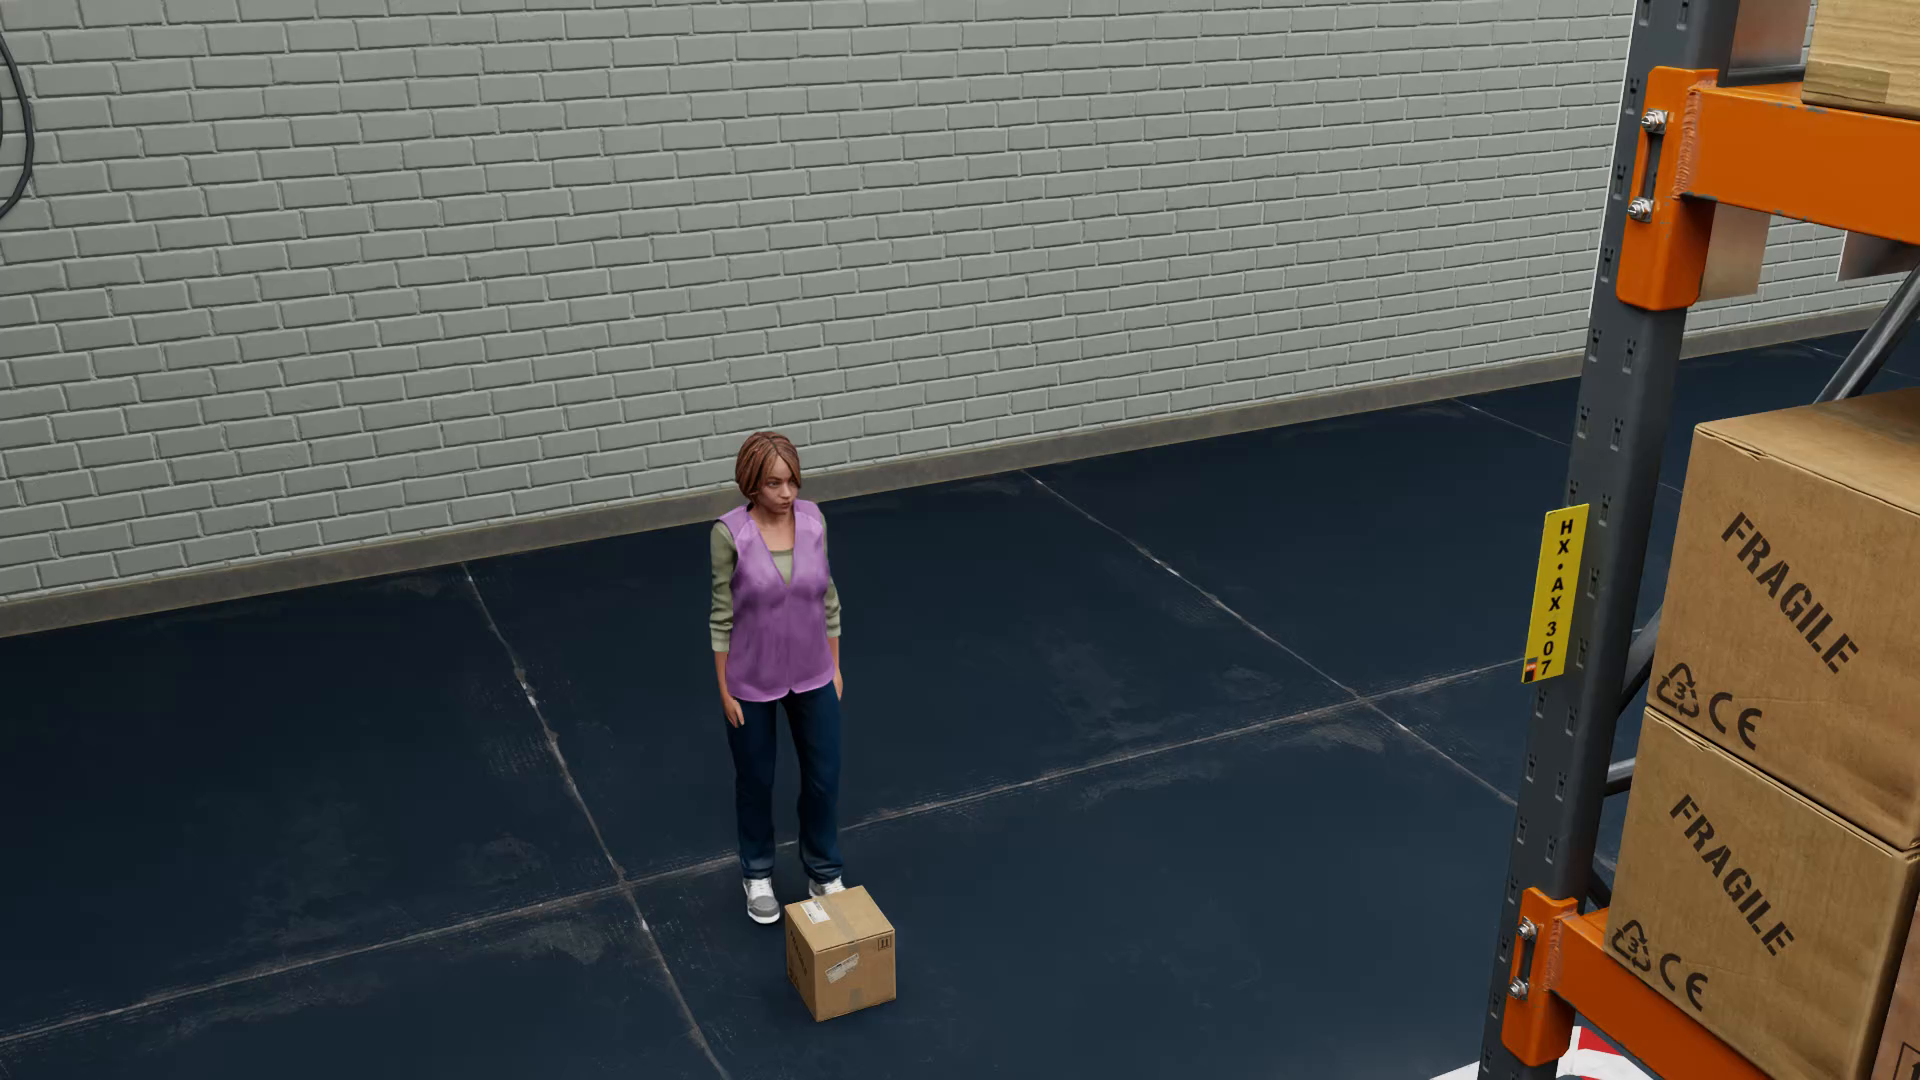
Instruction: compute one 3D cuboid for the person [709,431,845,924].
[{"bbox_3d":[-0.537,0.438,5.041,0.418,1.600,0.409,-10,24,-23],"label":"person"}]
